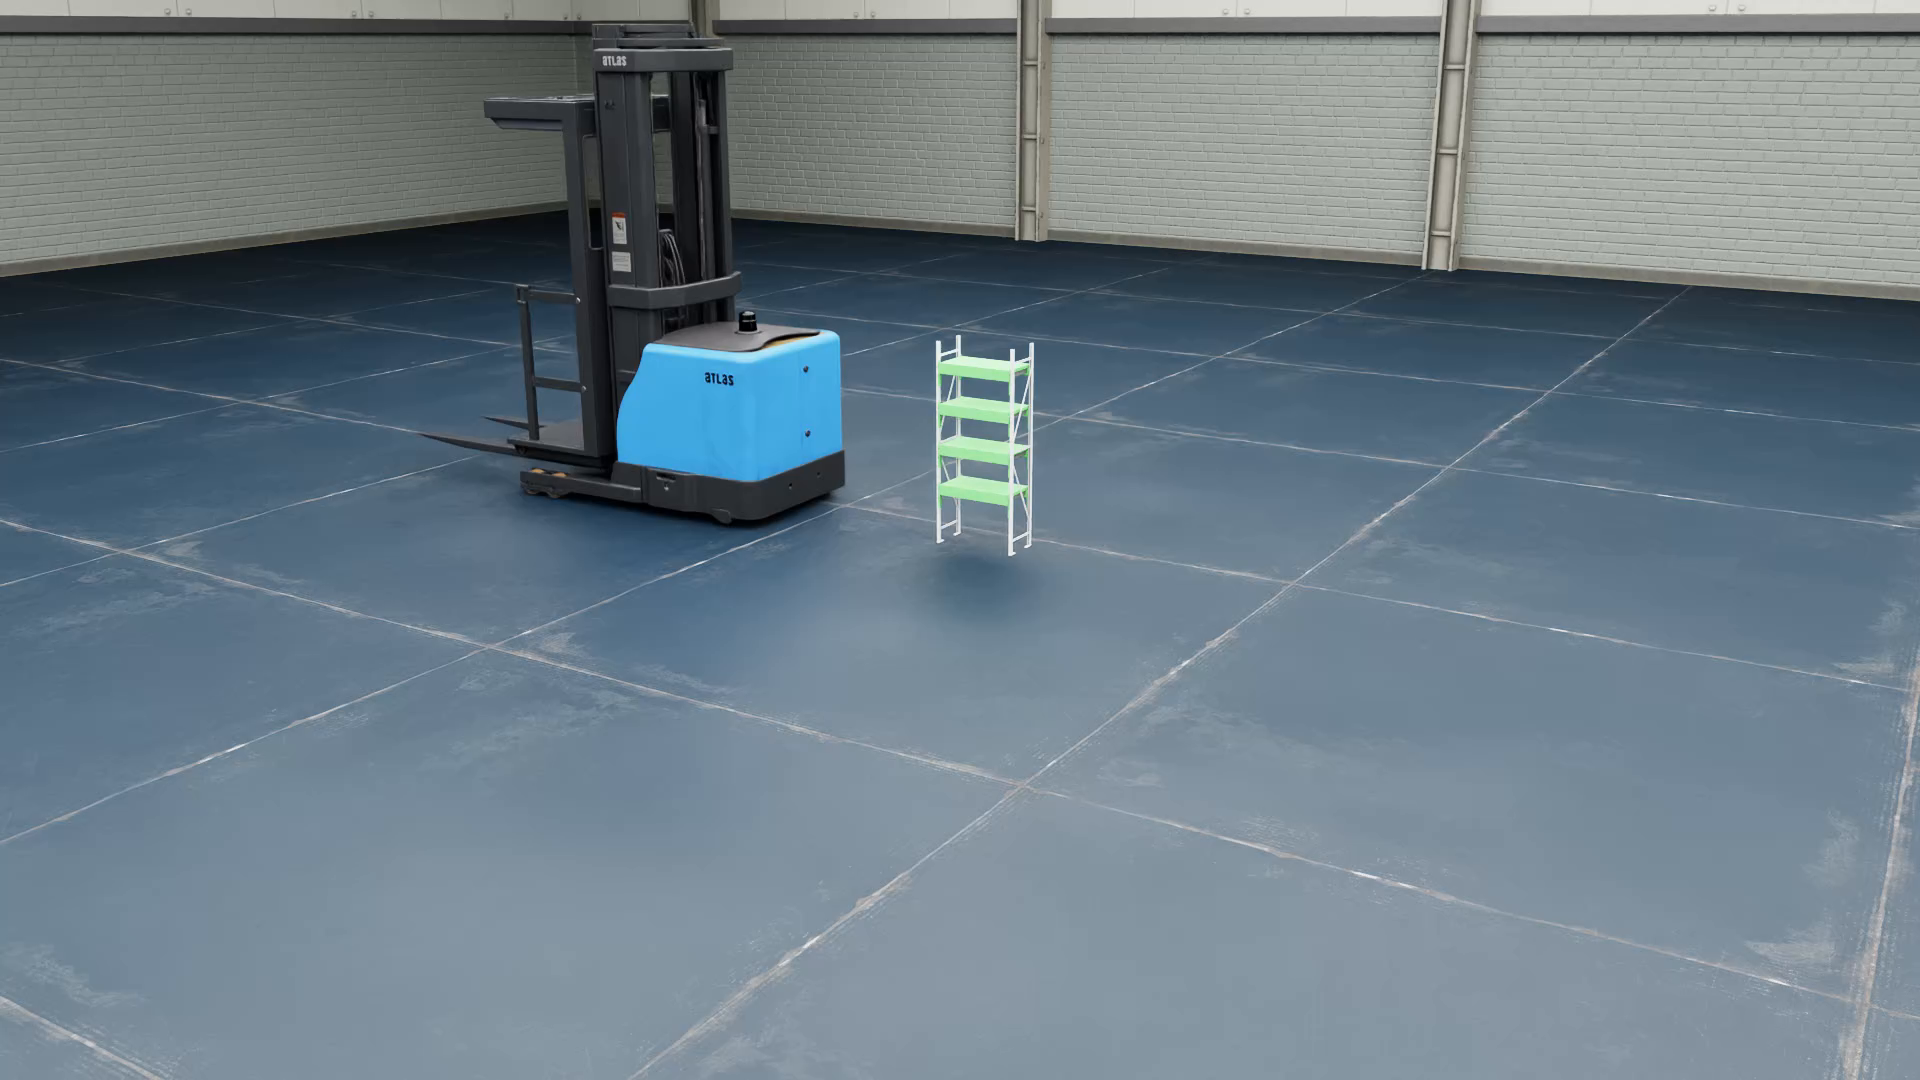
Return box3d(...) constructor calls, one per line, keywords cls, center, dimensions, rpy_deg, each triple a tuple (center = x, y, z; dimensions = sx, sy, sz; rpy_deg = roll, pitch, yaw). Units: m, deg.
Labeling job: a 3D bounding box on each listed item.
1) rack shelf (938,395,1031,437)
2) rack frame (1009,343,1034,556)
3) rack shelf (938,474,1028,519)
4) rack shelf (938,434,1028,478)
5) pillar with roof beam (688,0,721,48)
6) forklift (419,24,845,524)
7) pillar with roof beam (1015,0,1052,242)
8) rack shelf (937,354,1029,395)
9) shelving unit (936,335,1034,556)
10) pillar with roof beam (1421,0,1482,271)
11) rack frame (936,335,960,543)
box3d(cls="rack shelf", center=(0.141, -0.717, 9.573), dimensions=(0.480, 0.148, 0.258), rpy_deg=(10, 20, 30))
box3d(cls="rack frame", center=(0.349, -0.512, 9.502), dimensions=(0.015, 1.200, 0.240), rpy_deg=(10, 20, 30))
box3d(cls="rack shelf", center=(0.141, -0.258, 9.712), dimensions=(0.480, 0.148, 0.258), rpy_deg=(10, 20, 30))
box3d(cls="rack shelf", center=(0.141, -0.488, 9.642), dimensions=(0.480, 0.148, 0.258), rpy_deg=(10, 20, 30))
box3d(cls="pillar with roof beam", center=(-6.316, -8.547, 22.537), dimensions=(0.400, 9.000, 9.100), rpy_deg=(10, 20, 30))
box3d(cls="forklift", center=(-2.281, -1.793, 10.741), dimensions=(3.031, 2.935, 1.130), rpy_deg=(10, 19, 29))
box3d(cls="pillar with roof beam", center=(-1.203, -7.635, 19.532), dimensions=(0.400, 9.000, 9.100), rpy_deg=(10, 20, 30))
box3d(cls="rack shelf", center=(0.141, -0.947, 9.503), dimensions=(0.480, 0.148, 0.258), rpy_deg=(10, 20, 30))
box3d(cls="shelving unit", center=(0.141, -0.549, 9.624), dimensions=(0.503, 1.200, 0.258), rpy_deg=(10, 20, 30))
box3d(cls="pillar with roof beam", center=(3.909, -6.722, 16.528), dimensions=(0.400, 9.000, 9.100), rpy_deg=(10, 20, 30))
box3d(cls="rack frame", center=(-0.067, -0.586, 9.746), dimensions=(0.015, 1.200, 0.240), rpy_deg=(10, 20, 30))
